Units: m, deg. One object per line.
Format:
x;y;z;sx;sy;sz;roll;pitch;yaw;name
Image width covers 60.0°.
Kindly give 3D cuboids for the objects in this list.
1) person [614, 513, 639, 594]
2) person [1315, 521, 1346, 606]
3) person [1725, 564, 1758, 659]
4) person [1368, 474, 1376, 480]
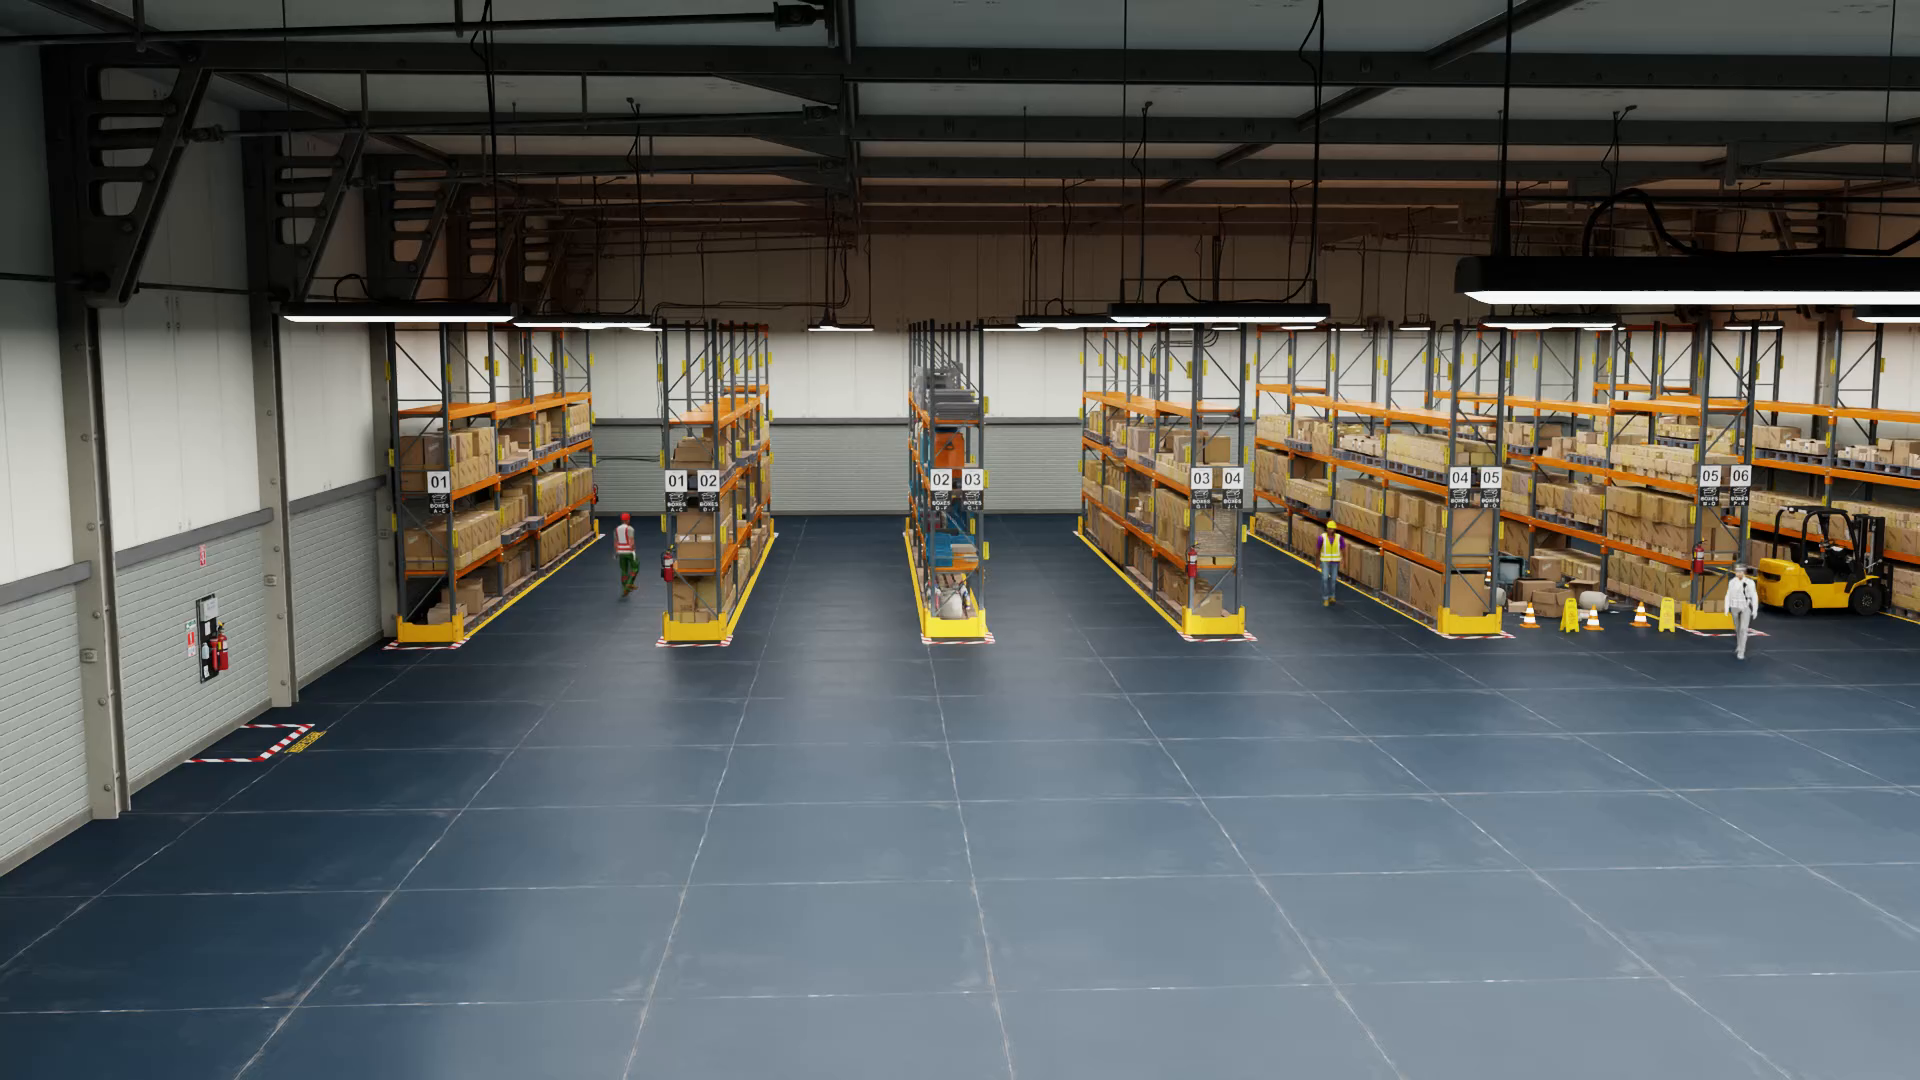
-7.384;0.294;36.744;0.582;1.760;0.560;1;7;6;person
7.896;0.492;35.392;0.621;1.807;0.581;1;7;4;person
13.905;1.234;29.637;0.870;1.634;0.526;-7;10;-44;person
12.132;-1.148;49.042;0.590;1.690;0.523;0;7;1;person
